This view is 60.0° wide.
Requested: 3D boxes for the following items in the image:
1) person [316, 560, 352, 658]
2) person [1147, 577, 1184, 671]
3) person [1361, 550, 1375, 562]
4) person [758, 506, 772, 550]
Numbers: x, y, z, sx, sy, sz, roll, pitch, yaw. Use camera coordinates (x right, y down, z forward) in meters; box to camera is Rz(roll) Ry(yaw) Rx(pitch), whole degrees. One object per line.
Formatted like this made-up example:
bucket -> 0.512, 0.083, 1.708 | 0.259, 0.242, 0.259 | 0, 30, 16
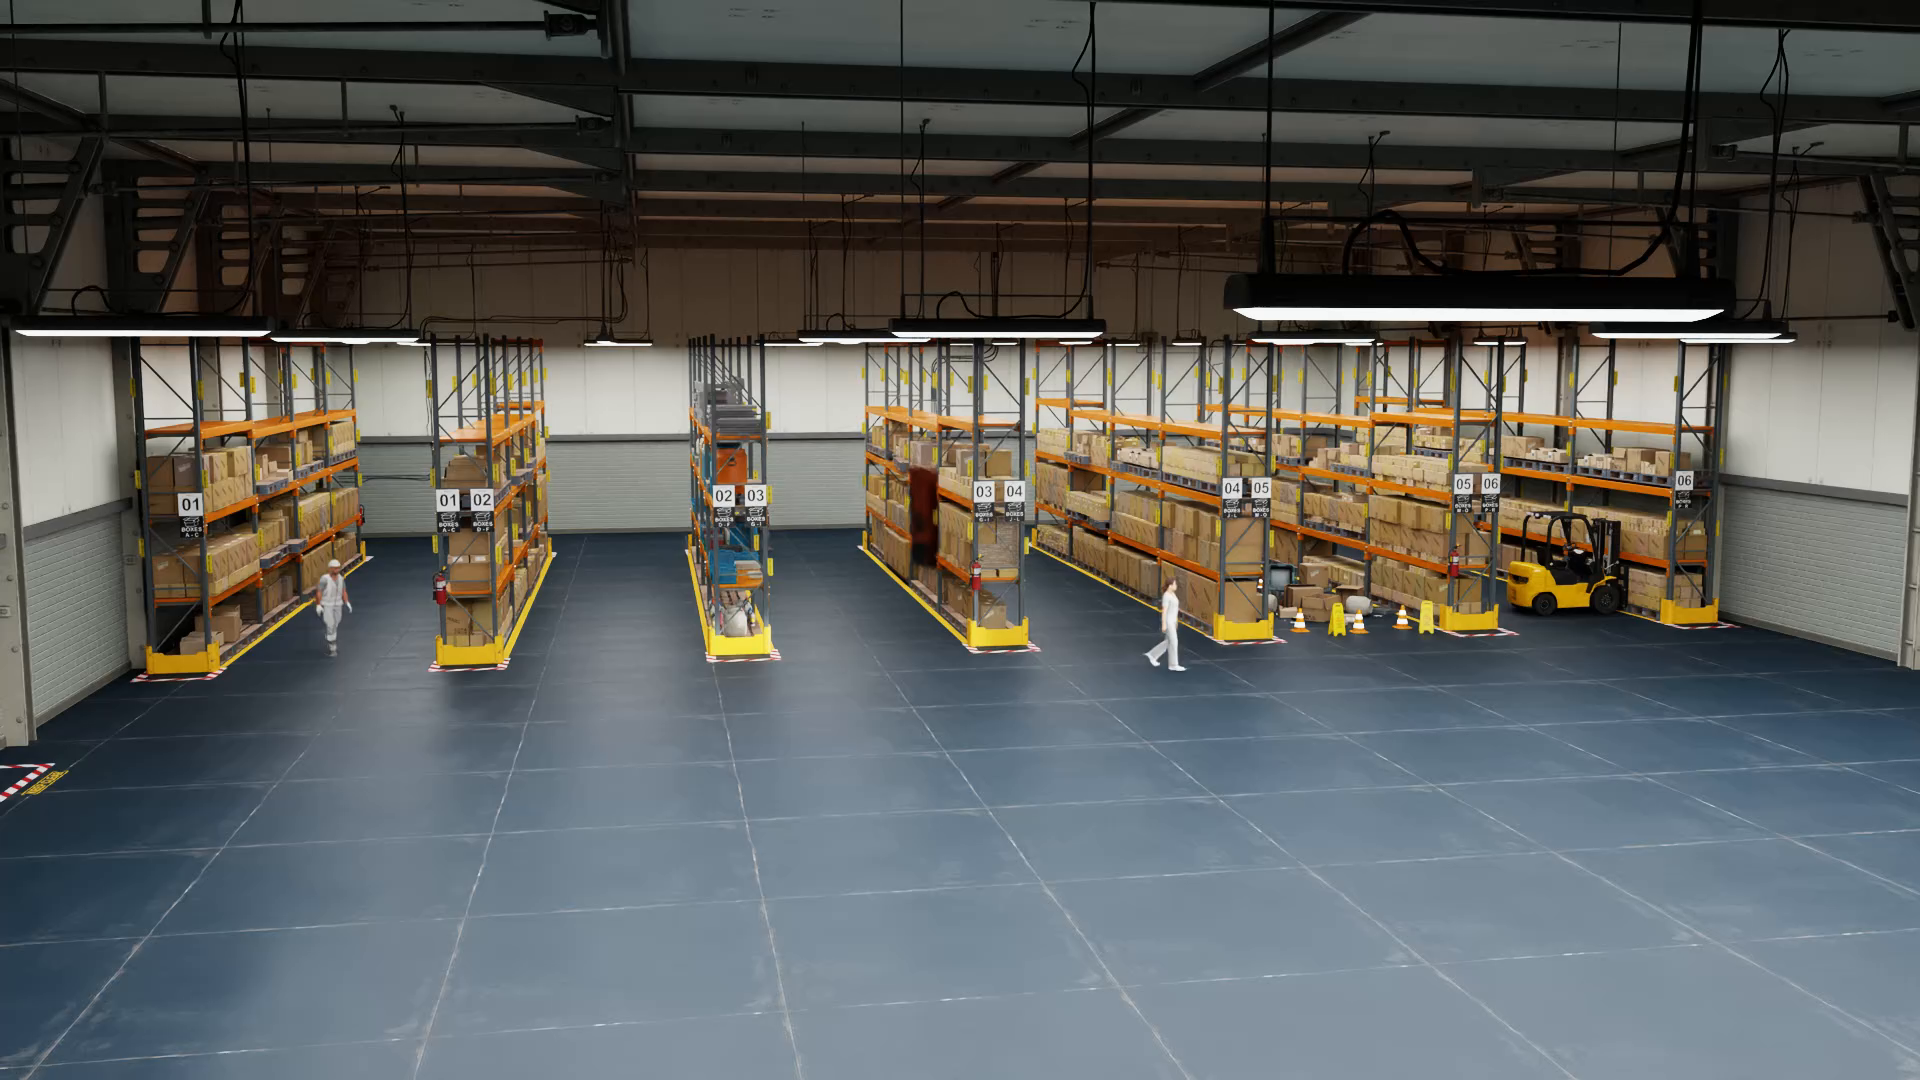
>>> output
person -> -11.814, 1.275, 31.311 | 0.631, 1.820, 0.794 | -6, 9, -43
person -> 3.701, 1.487, 29.824 | 0.744, 1.657, 0.470 | 2, 7, 20
person -> 11.031, -0.256, 44.884 | 0.576, 1.764, 0.404 | -6, 9, -43
person -> -5.664, -0.532, 47.539 | 0.596, 1.656, 0.446 | 1, 7, 11
